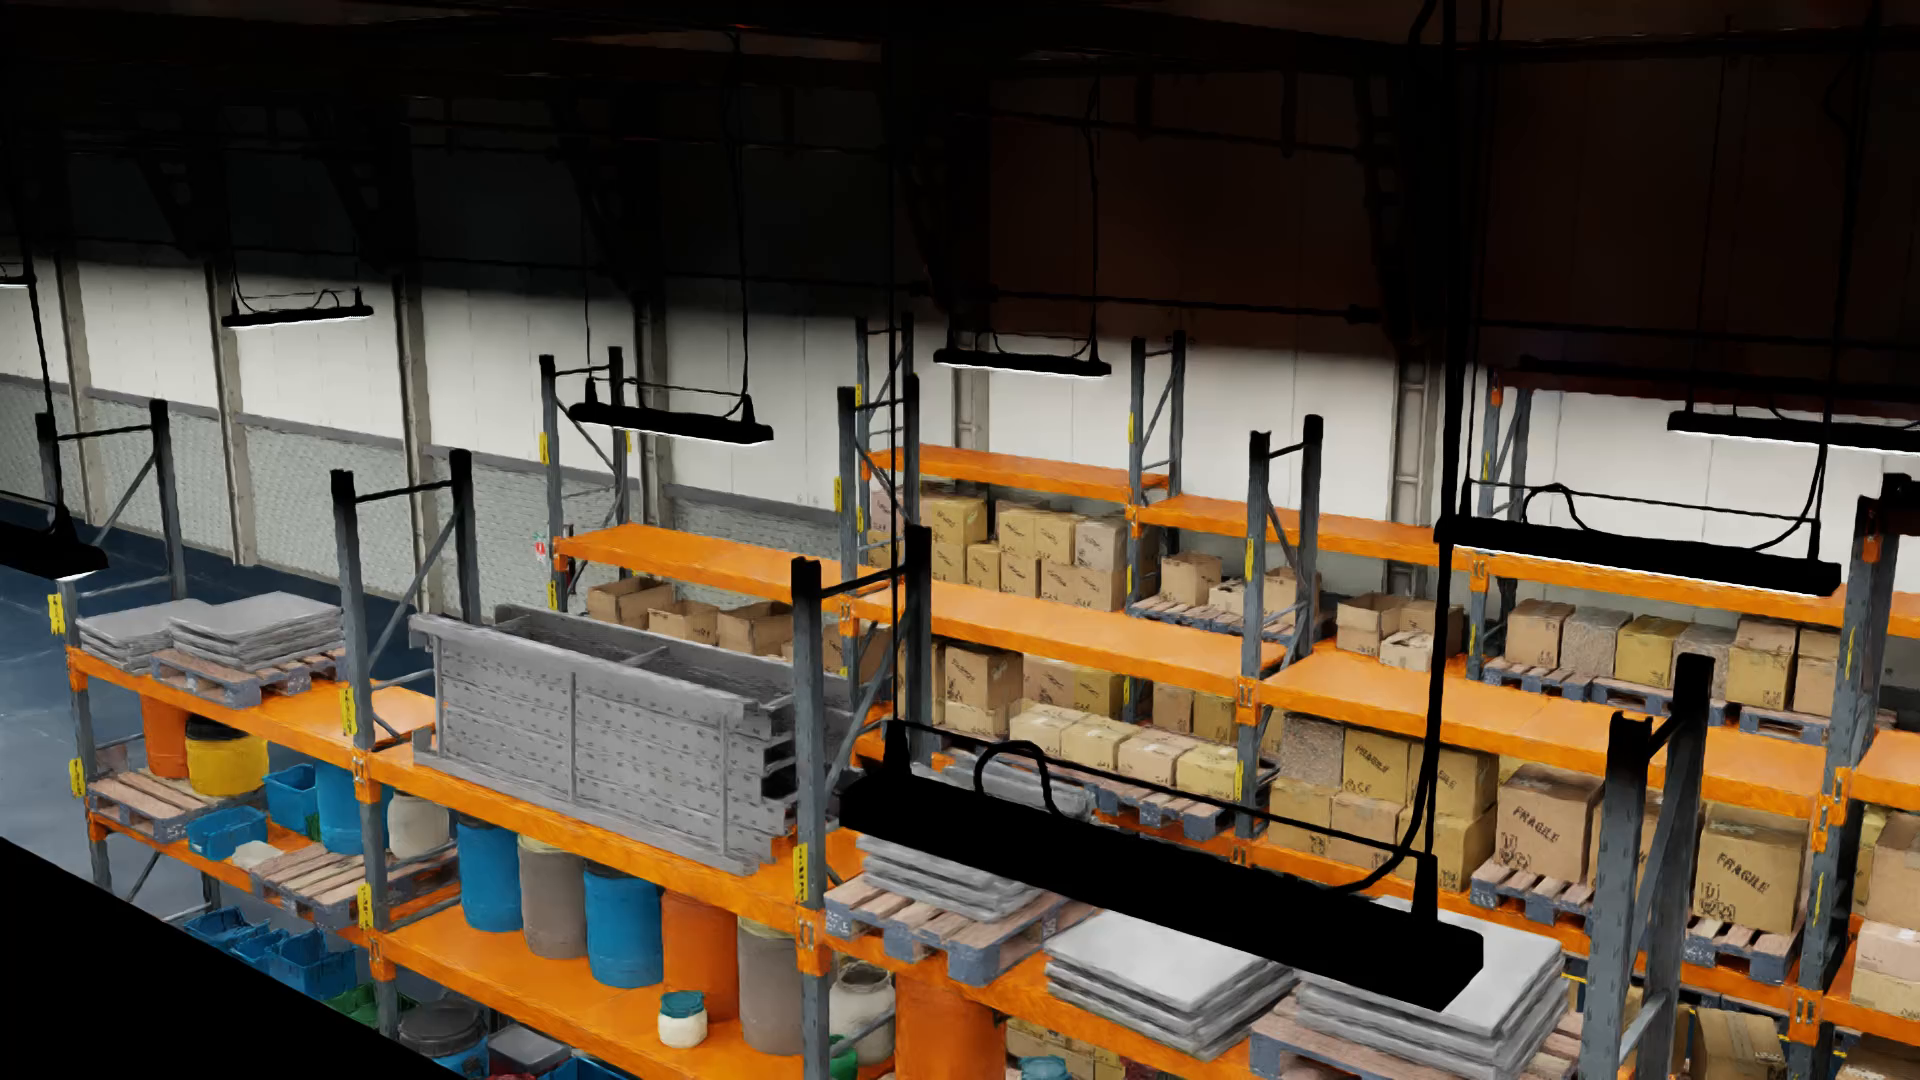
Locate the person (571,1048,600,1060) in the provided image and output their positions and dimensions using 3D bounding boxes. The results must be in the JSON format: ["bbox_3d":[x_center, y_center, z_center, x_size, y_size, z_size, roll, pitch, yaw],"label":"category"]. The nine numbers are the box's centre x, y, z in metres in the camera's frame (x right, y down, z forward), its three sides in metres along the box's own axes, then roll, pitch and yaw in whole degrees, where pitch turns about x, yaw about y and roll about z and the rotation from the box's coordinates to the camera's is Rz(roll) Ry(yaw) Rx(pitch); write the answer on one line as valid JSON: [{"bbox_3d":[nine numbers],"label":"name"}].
[{"bbox_3d":[-3.051,3.822,14.984,0.837,1.714,0.683,5,14,20],"label":"person"}]
